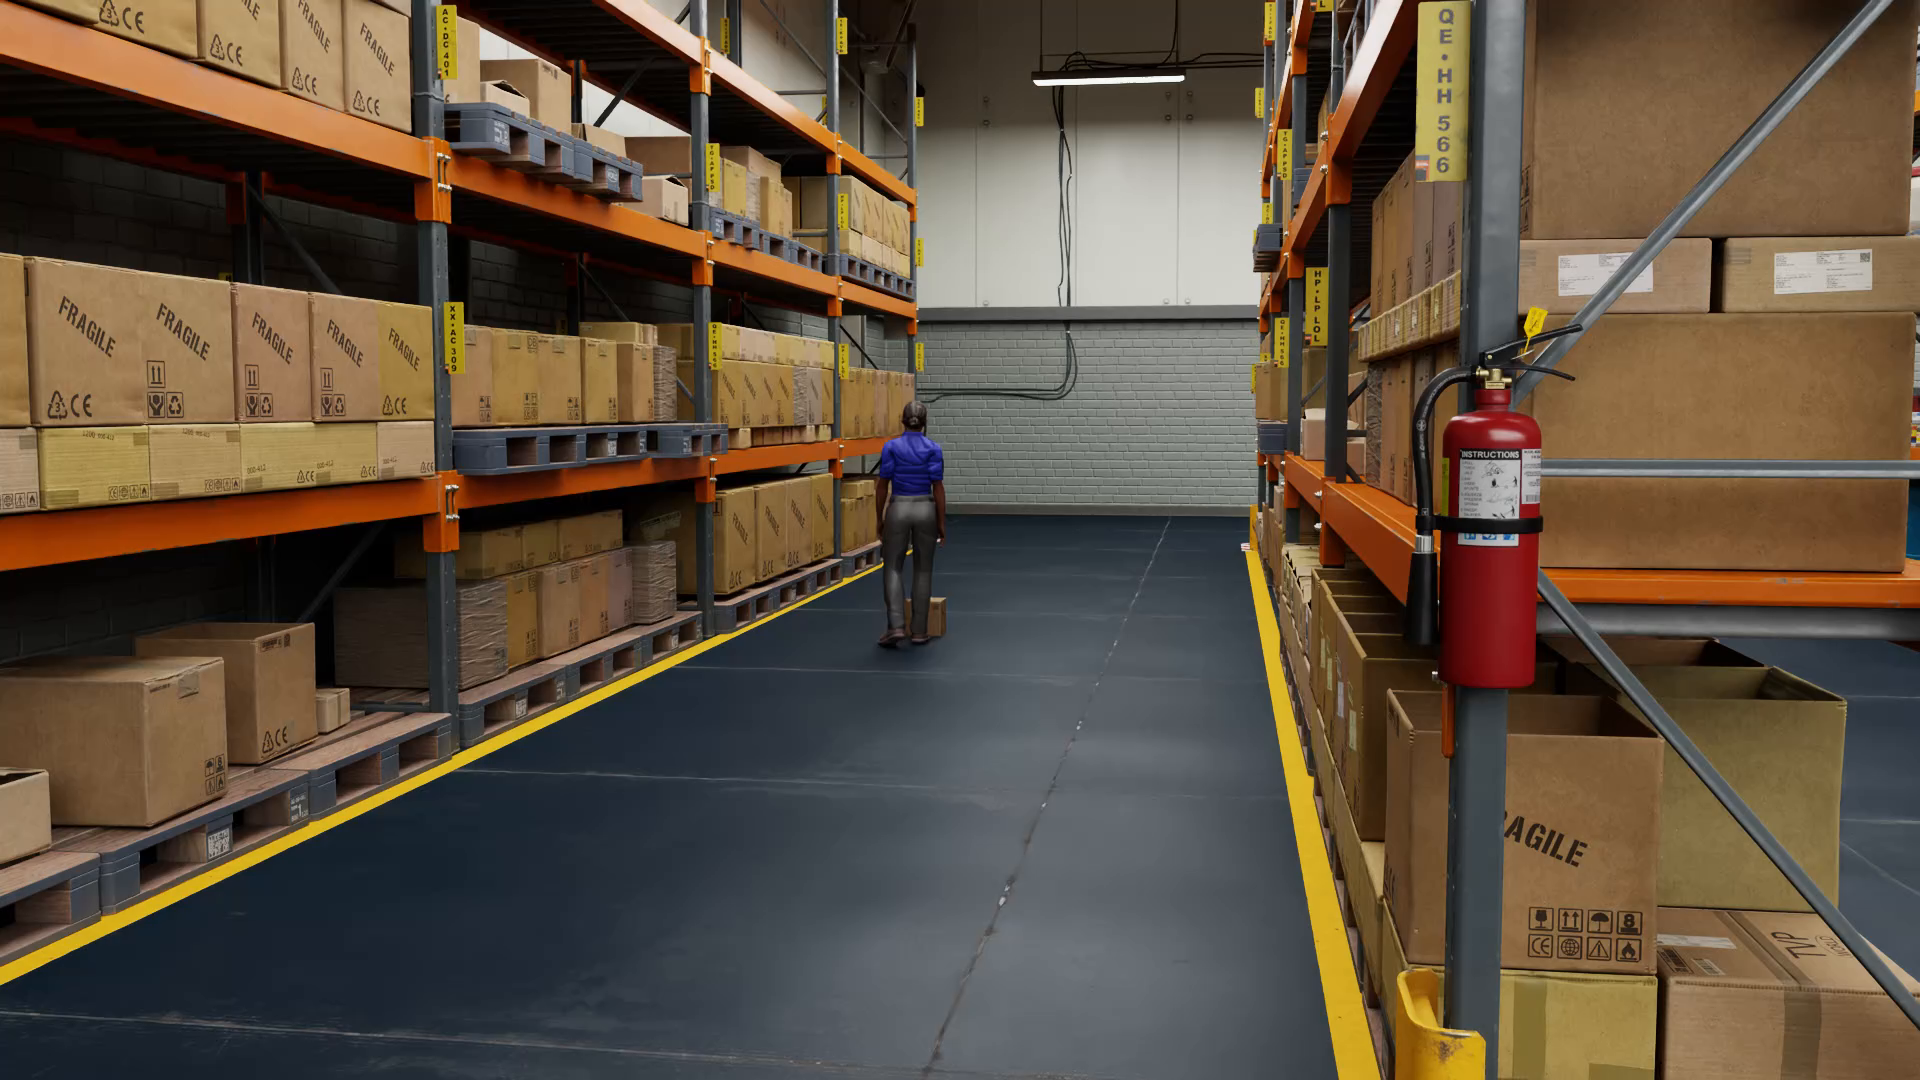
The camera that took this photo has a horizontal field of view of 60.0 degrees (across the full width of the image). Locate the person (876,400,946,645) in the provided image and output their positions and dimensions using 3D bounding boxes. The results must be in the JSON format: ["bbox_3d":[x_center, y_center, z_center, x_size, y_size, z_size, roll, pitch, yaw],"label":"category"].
[{"bbox_3d":[-0.333,-0.110,11.289,0.476,1.643,0.455,0,5,-2],"label":"person"}]
